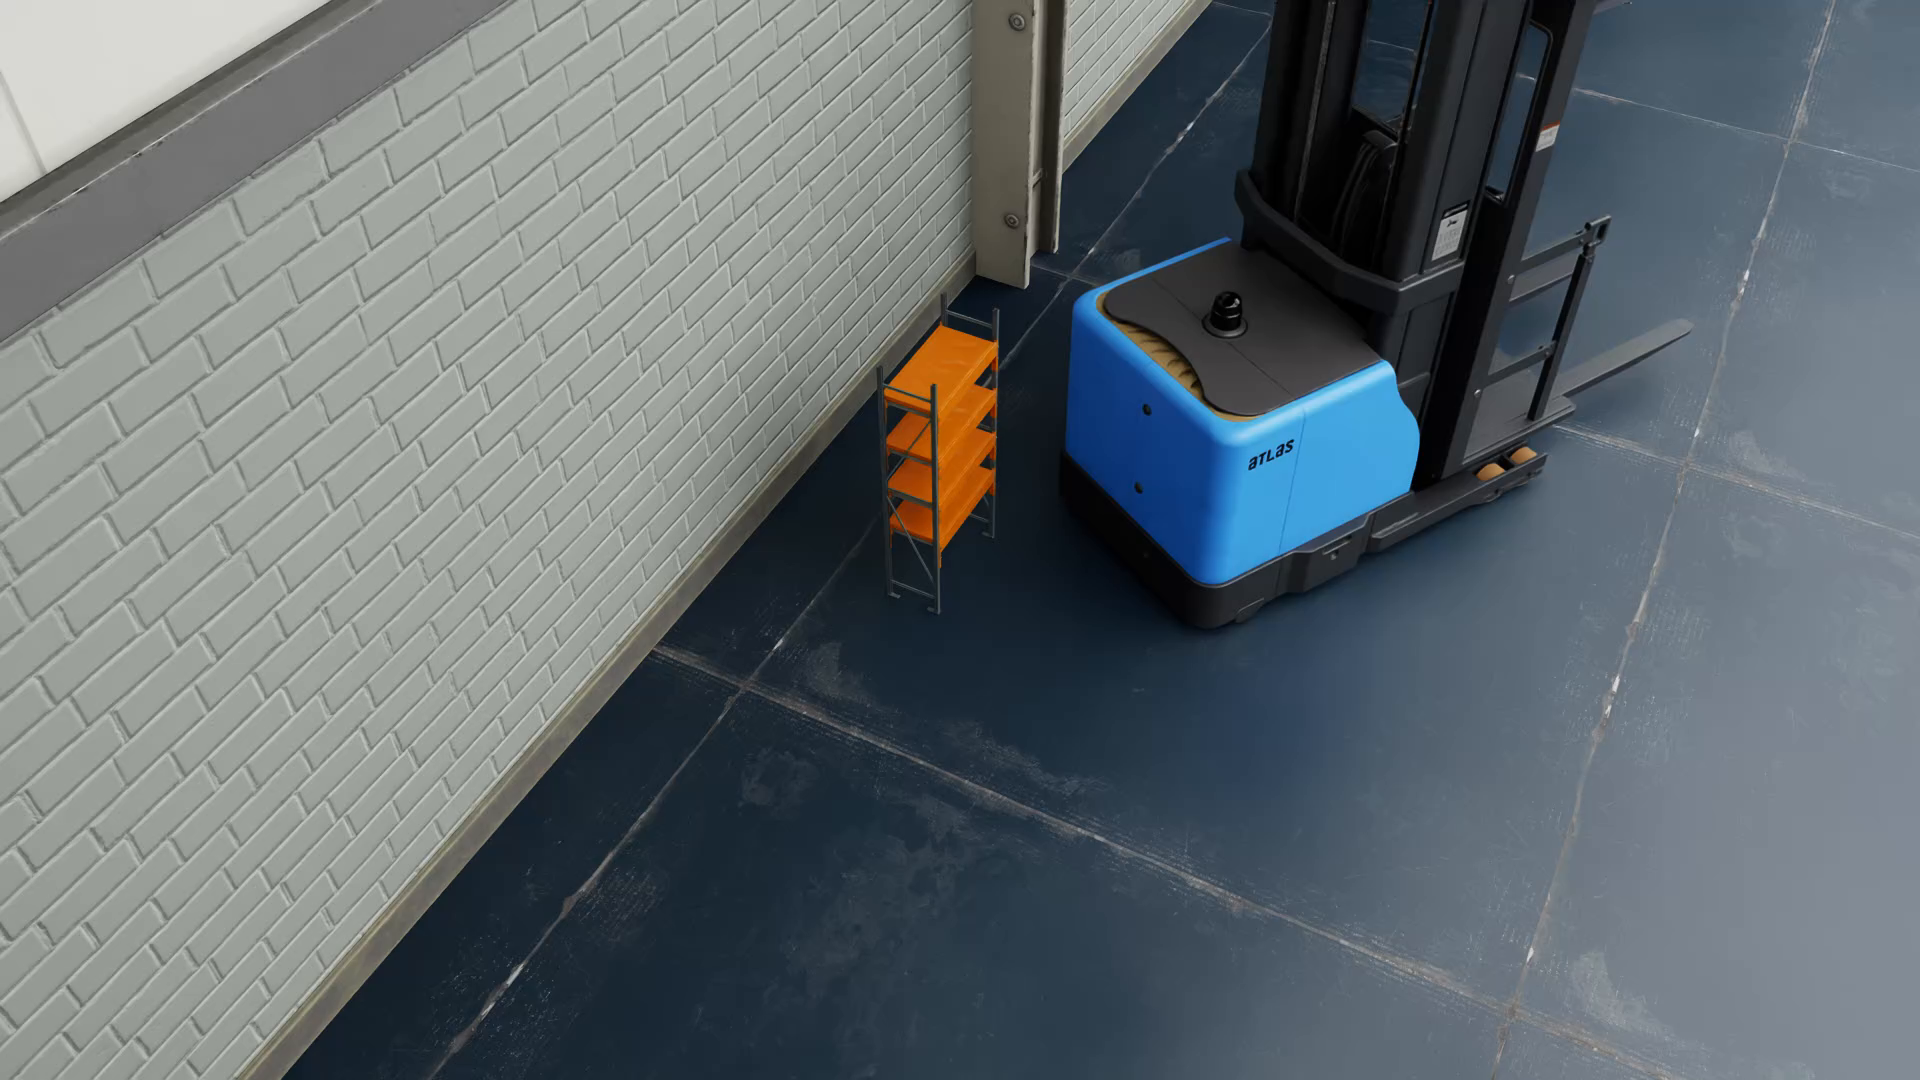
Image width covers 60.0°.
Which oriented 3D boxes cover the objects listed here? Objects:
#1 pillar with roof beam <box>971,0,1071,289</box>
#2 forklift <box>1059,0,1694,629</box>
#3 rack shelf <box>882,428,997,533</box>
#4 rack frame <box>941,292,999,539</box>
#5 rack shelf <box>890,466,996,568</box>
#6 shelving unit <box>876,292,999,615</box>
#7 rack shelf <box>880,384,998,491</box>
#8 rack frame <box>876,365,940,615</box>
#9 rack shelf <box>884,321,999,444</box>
[{"bbox_3d":[4.089,-3.163,3.829,9.100,9.000,0.400,20,49,19],"label":"pillar with roof beam"},{"bbox_3d":[1.944,-1.491,6.443,3.031,2.935,1.130,-24,50,-22],"label":"forklift"},{"bbox_3d":[-0.077,-0.270,6.548,0.258,0.148,0.480,20,49,19],"label":"rack shelf"},{"bbox_3d":[0.036,-0.471,6.652,0.240,1.200,0.015,20,49,19],"label":"rack frame"},{"bbox_3d":[-0.077,-0.131,6.689,0.258,0.148,0.480,20,49,19],"label":"rack shelf"},{"bbox_3d":[-0.077,-0.317,6.500,0.258,1.200,0.503,20,49,19],"label":"shelving unit"},{"bbox_3d":[-0.077,-0.427,6.389,0.258,0.148,0.480,20,49,19],"label":"rack shelf"},{"bbox_3d":[-0.190,-0.164,6.348,0.240,1.200,0.015,20,49,19],"label":"rack frame"},{"bbox_3d":[-0.077,-0.594,6.221,0.258,0.148,0.480,20,49,19],"label":"rack shelf"}]
